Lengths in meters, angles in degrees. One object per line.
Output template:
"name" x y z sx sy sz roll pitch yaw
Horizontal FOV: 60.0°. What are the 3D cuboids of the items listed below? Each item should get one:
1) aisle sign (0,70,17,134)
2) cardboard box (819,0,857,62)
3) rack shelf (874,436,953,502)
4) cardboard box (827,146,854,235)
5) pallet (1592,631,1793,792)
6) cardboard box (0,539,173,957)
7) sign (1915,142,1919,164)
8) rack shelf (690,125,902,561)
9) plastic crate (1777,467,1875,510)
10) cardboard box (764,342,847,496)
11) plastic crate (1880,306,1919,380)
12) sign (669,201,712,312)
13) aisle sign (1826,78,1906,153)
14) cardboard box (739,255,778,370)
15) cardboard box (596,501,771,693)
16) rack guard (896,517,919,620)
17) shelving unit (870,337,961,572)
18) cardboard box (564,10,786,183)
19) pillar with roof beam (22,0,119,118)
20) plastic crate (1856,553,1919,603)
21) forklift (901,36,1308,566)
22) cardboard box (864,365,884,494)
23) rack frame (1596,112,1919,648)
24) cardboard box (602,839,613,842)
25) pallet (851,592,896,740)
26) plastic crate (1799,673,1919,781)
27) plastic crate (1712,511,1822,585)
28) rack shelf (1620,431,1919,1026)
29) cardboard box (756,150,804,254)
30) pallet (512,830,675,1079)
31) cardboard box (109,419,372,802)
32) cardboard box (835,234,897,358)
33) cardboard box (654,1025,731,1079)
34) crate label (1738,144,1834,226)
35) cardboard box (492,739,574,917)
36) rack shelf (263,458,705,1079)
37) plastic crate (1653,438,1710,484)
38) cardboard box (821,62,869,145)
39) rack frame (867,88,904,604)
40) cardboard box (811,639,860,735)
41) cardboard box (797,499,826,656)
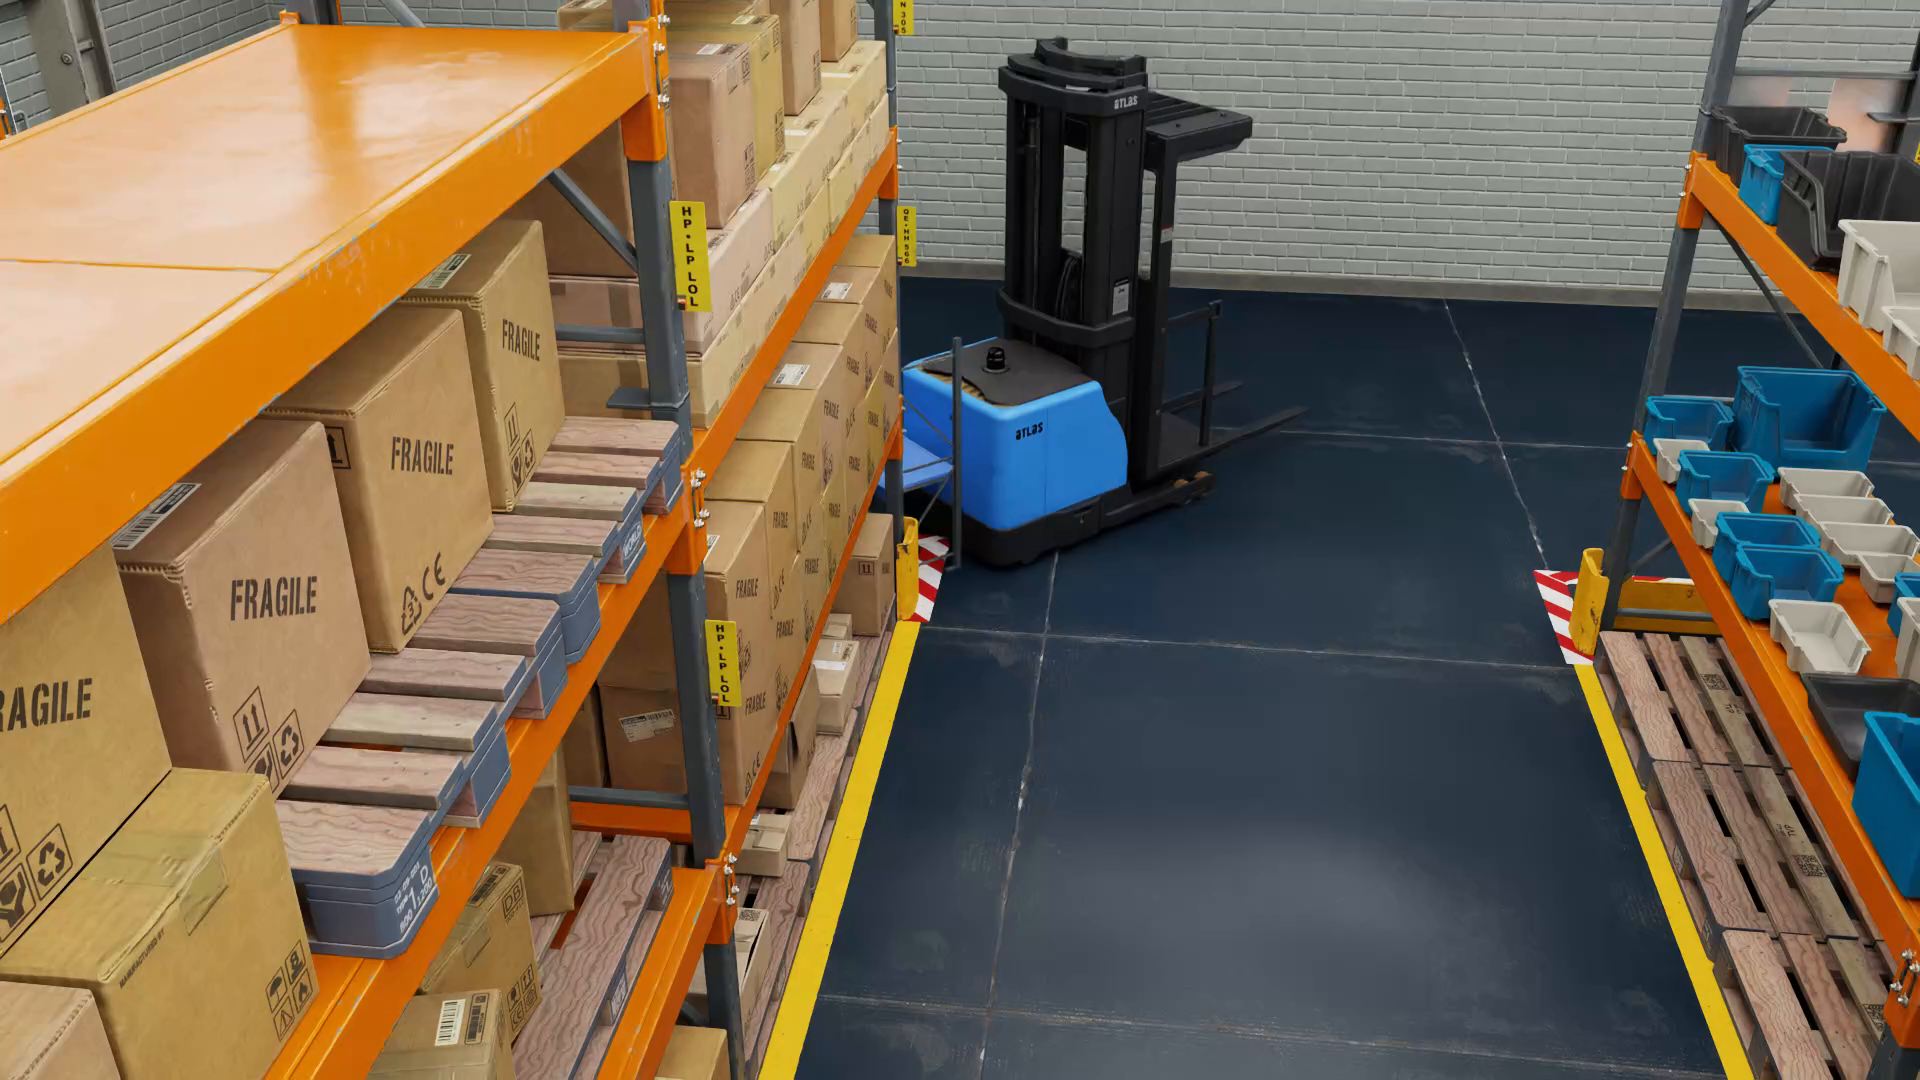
"aisle sign" -5.441 -2.447 9.181 0.394 0.787 0.004 3 28 6
"cardboard box" -0.877 -2.562 7.814 0.700 0.500 0.500 3 28 6
"rack shelf" -0.497 -0.473 10.217 0.538 0.185 1.000 -18 33 -30
"cardboard box" -0.752 -1.527 7.209 0.500 0.250 0.500 3 28 6
"pallet" 3.945 0.903 8.644 1.003 0.211 1.213 3 28 6
"cardboard box" -1.626 0.275 2.546 0.500 0.500 0.500 3 28 6
"sign" 4.633 -1.961 7.967 0.100 0.325 0.005 3 28 6
"rack shelf" -1.076 -1.063 6.948 1.077 0.370 4.000 3 28 6
"plastic crate" 4.165 -0.227 8.015 0.396 0.136 0.243 3 28 6
"cardboard box" -0.795 -0.535 7.213 0.500 0.500 0.500 4 29 8
"plastic crate" 3.373 -0.653 5.707 0.293 0.136 0.466 3 28 6
"sign" -0.769 -0.809 4.757 0.100 0.325 0.005 3 28 6
"aisle sign" 4.385 -1.872 8.114 0.394 0.787 0.004 3 28 6
"cardboard box" -0.950 -0.822 5.900 0.500 0.250 0.500 3 28 6
"cardboard box" -0.984 0.193 5.862 0.500 0.500 0.500 4 29 8
"rack guard" -0.840 0.136 9.763 1.175 0.500 0.348 3 28 6
"shelving unit" -0.497 -0.631 10.132 0.538 1.500 1.048 -18 33 -30
"cardboard box" -1.042 -1.616 6.057 0.700 0.500 0.500 3 28 6
"pillar with roof beam" -2.002 -4.999 10.333 9.100 9.000 0.400 3 28 6
"plastic crate" 4.087 0.182 7.257 0.298 0.136 0.250 3 28 6
"forklift" 1.085 -1.695 10.598 3.031 2.935 1.130 -21 35 -34
"cardboard box" -0.675 -0.573 8.338 0.500 0.500 0.500 4 29 7
"rack frame" 4.085 -0.711 8.699 1.000 3.000 0.127 3 28 6
"cardboard box" -1.532 1.505 6.758 0.500 0.500 0.500 3 28 6
"pallet" -0.937 0.638 9.135 1.003 0.211 1.213 3 28 6
"plastic crate" 3.465 0.724 6.262 0.437 0.125 0.590 3 28 6
"plastic crate" 3.567 0.053 7.394 0.416 0.233 0.300 3 28 6
"rack shelf" 3.840 0.547 7.122 1.077 0.370 4.000 3 28 6
"cardboard box" -0.882 -1.277 6.218 0.500 0.250 0.500 3 28 6
"pallet" -1.527 1.337 5.101 1.003 0.211 1.213 3 28 6
"cardboard box" -1.616 0.150 3.285 0.600 0.600 0.600 2 28 4
"cardboard box" -0.612 -1.259 8.557 0.500 0.500 0.500 3 28 6
"cardboard box" -1.097 2.038 5.768 0.500 0.500 0.500 3 28 6
"crate label" 3.651 -1.550 7.251 0.408 0.251 0.502 3 28 6
"cardboard box" -1.601 0.864 5.228 0.700 0.500 0.500 -6 29 -11
"rack shelf" -1.566 0.820 3.453 1.077 0.370 4.000 3 28 6
"plastic crate" 3.607 -0.378 8.296 0.250 0.136 0.298 3 28 6
"cardboard box" -0.701 -1.983 7.529 0.500 0.250 0.500 3 28 6
"rack frame" -0.831 -1.000 9.236 1.000 3.000 0.127 3 28 6
"cardboard box" -0.799 0.732 8.456 0.500 0.250 0.500 3 28 6
"cardboard box" -0.865 0.138 7.018 0.500 0.500 0.500 3 28 6
